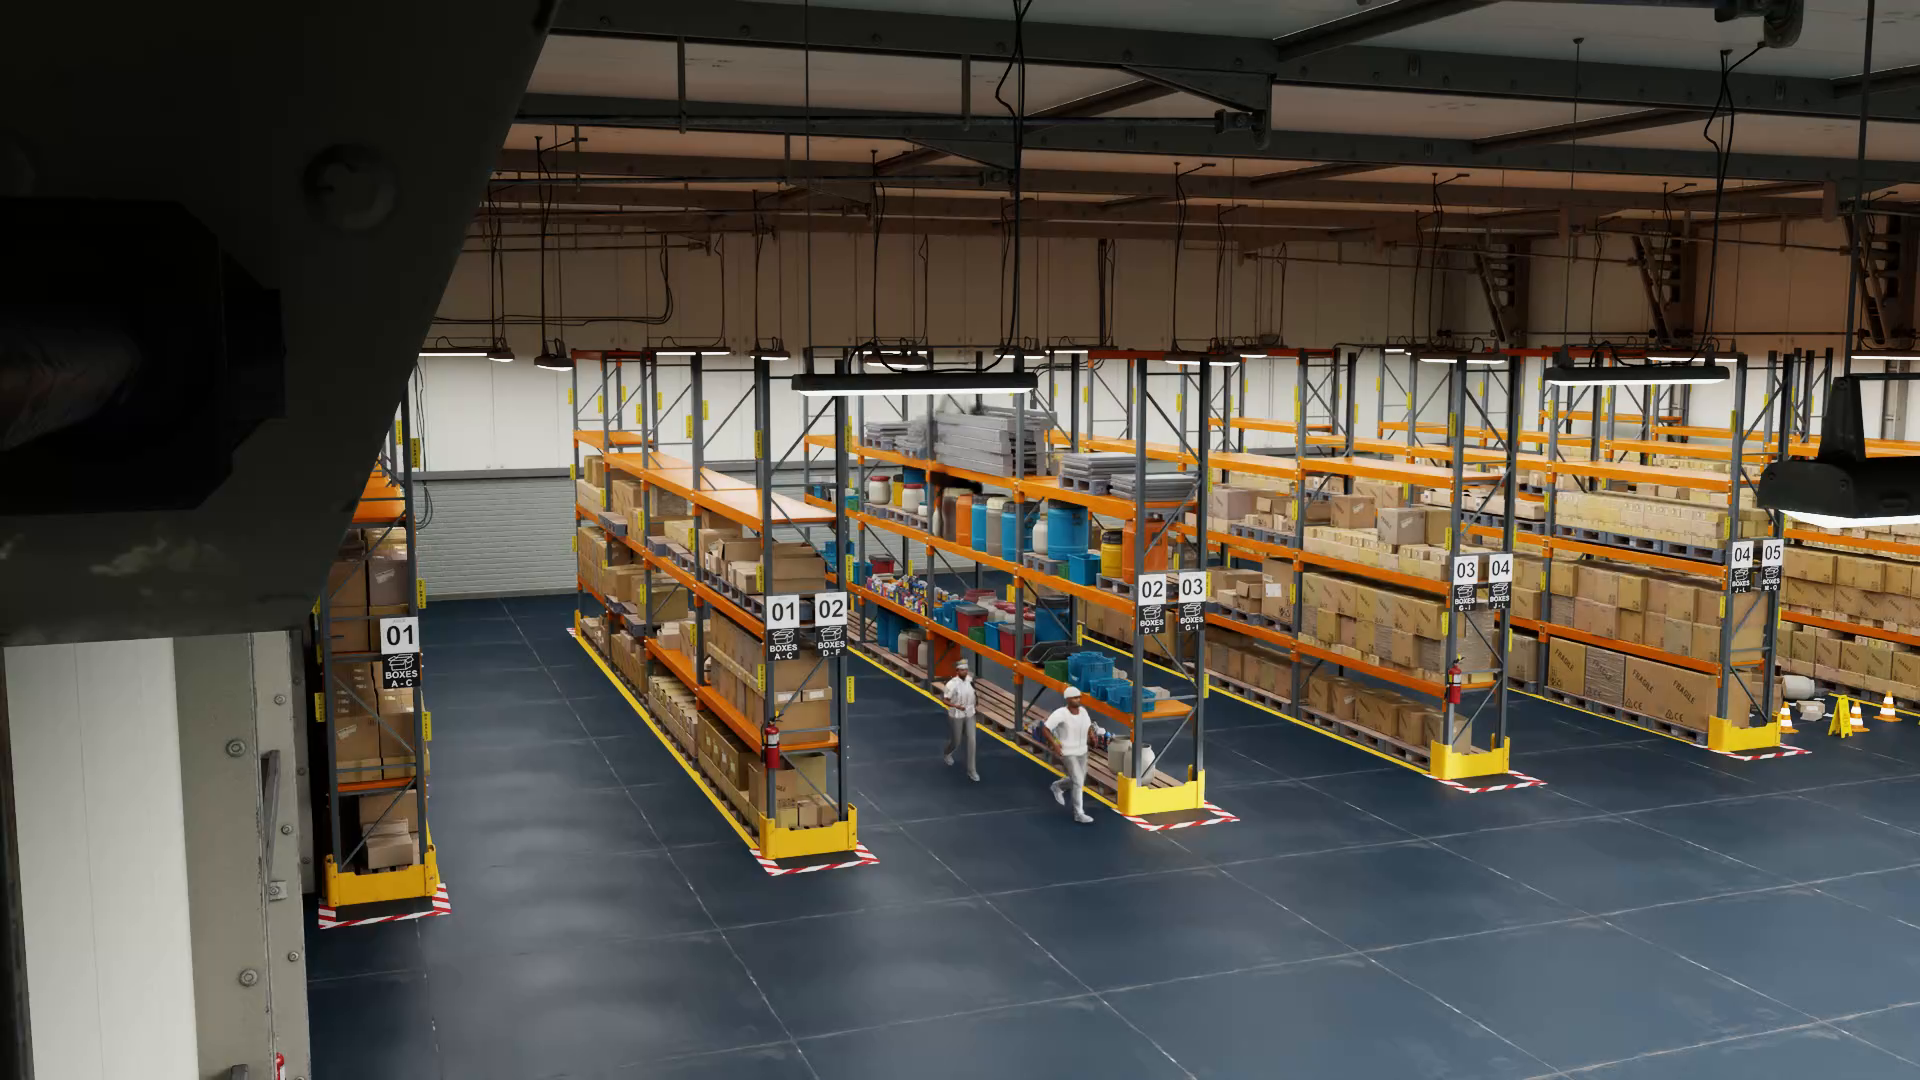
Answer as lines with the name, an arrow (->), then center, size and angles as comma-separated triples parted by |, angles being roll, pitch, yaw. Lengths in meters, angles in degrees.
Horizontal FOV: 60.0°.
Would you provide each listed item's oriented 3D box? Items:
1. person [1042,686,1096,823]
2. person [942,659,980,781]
person -> 1.441, 2.772, 21.709 | 0.729, 1.753, 0.884 | -6, 9, -39
person -> 0.013, 2.531, 23.819 | 0.587, 1.701, 0.930 | -3, 8, -25
